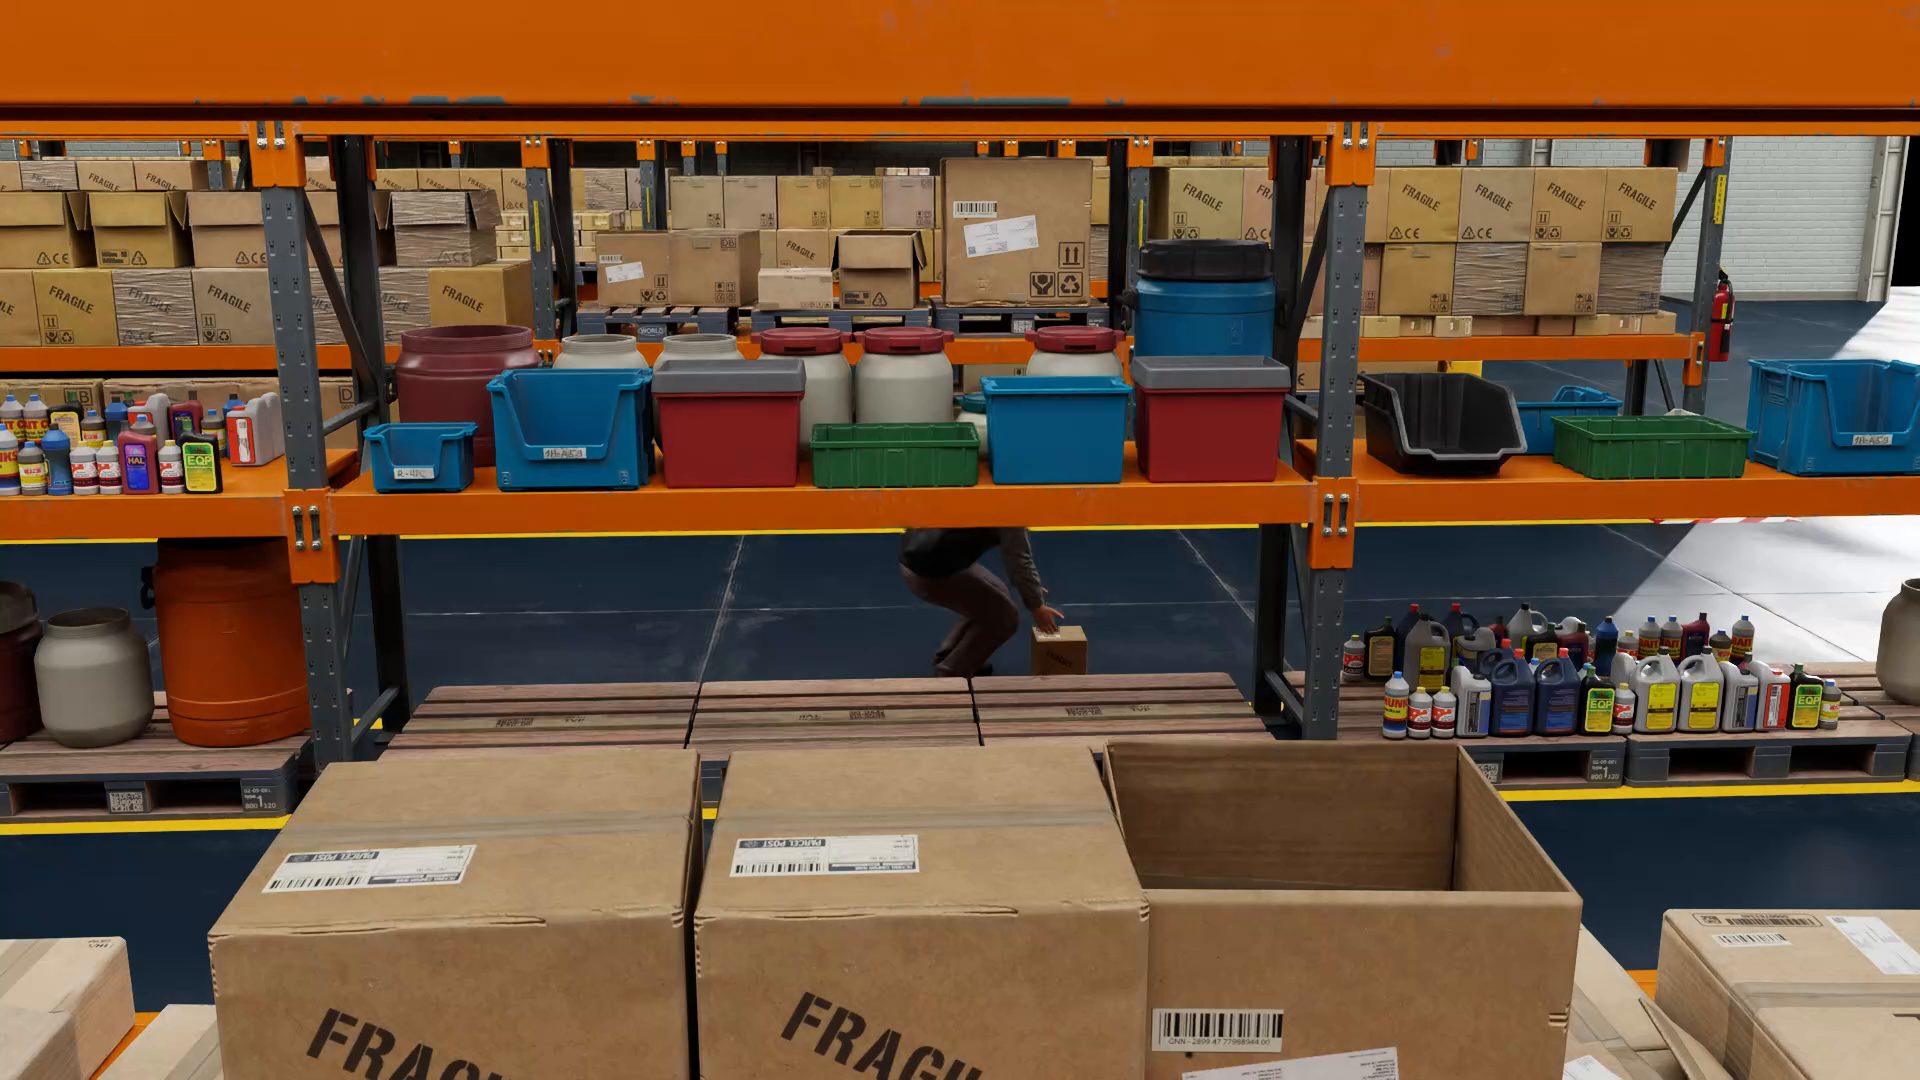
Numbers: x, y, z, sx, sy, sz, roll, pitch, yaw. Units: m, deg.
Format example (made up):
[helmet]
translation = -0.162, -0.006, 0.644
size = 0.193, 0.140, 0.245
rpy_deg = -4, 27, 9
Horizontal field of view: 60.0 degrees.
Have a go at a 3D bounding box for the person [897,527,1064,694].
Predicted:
[person]
translation = 0.103, 0.150, 8.180
size = 0.823, 1.139, 0.568
rpy_deg = -1, 13, -3
